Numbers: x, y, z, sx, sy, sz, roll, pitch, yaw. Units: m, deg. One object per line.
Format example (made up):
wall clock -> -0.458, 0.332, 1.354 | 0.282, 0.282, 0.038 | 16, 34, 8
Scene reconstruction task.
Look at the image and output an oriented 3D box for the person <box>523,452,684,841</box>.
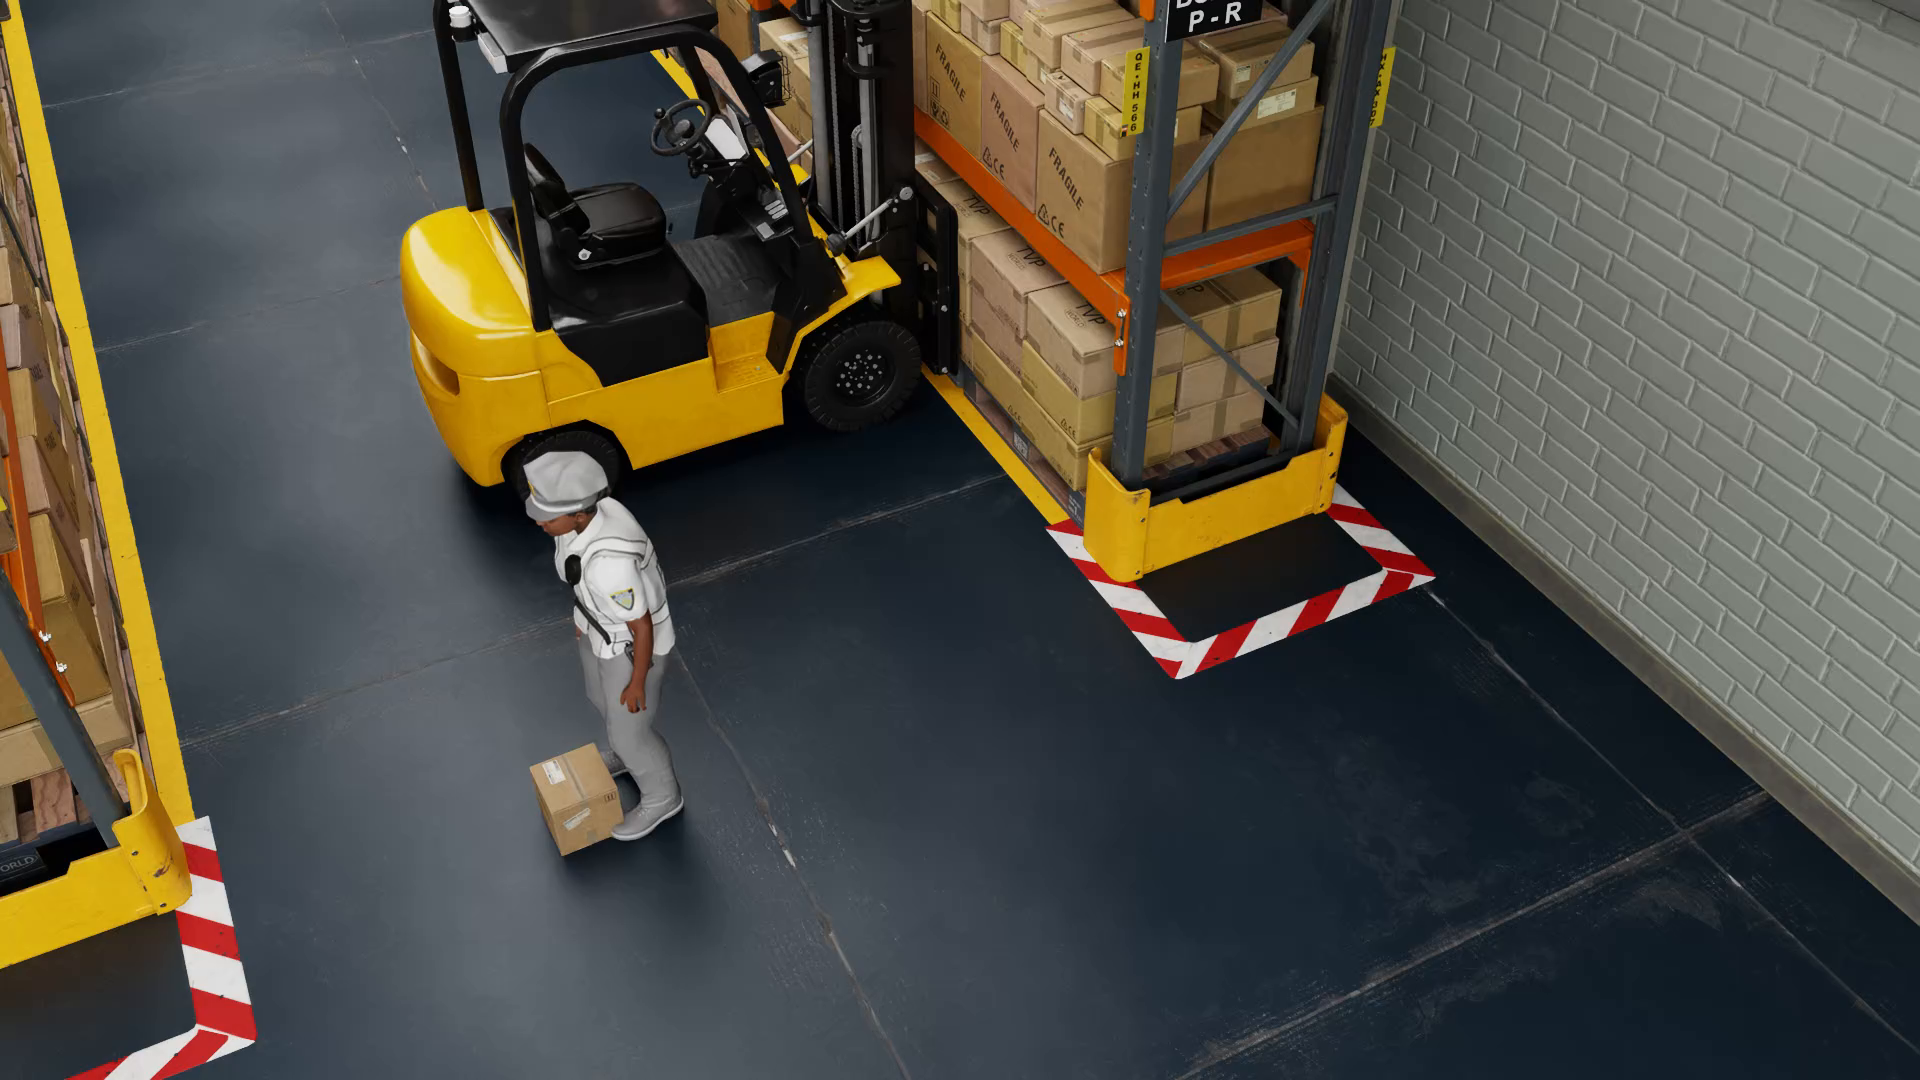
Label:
person -> -1.203, 0.353, 5.759 | 0.396, 1.662, 0.532 | -22, 46, -23
